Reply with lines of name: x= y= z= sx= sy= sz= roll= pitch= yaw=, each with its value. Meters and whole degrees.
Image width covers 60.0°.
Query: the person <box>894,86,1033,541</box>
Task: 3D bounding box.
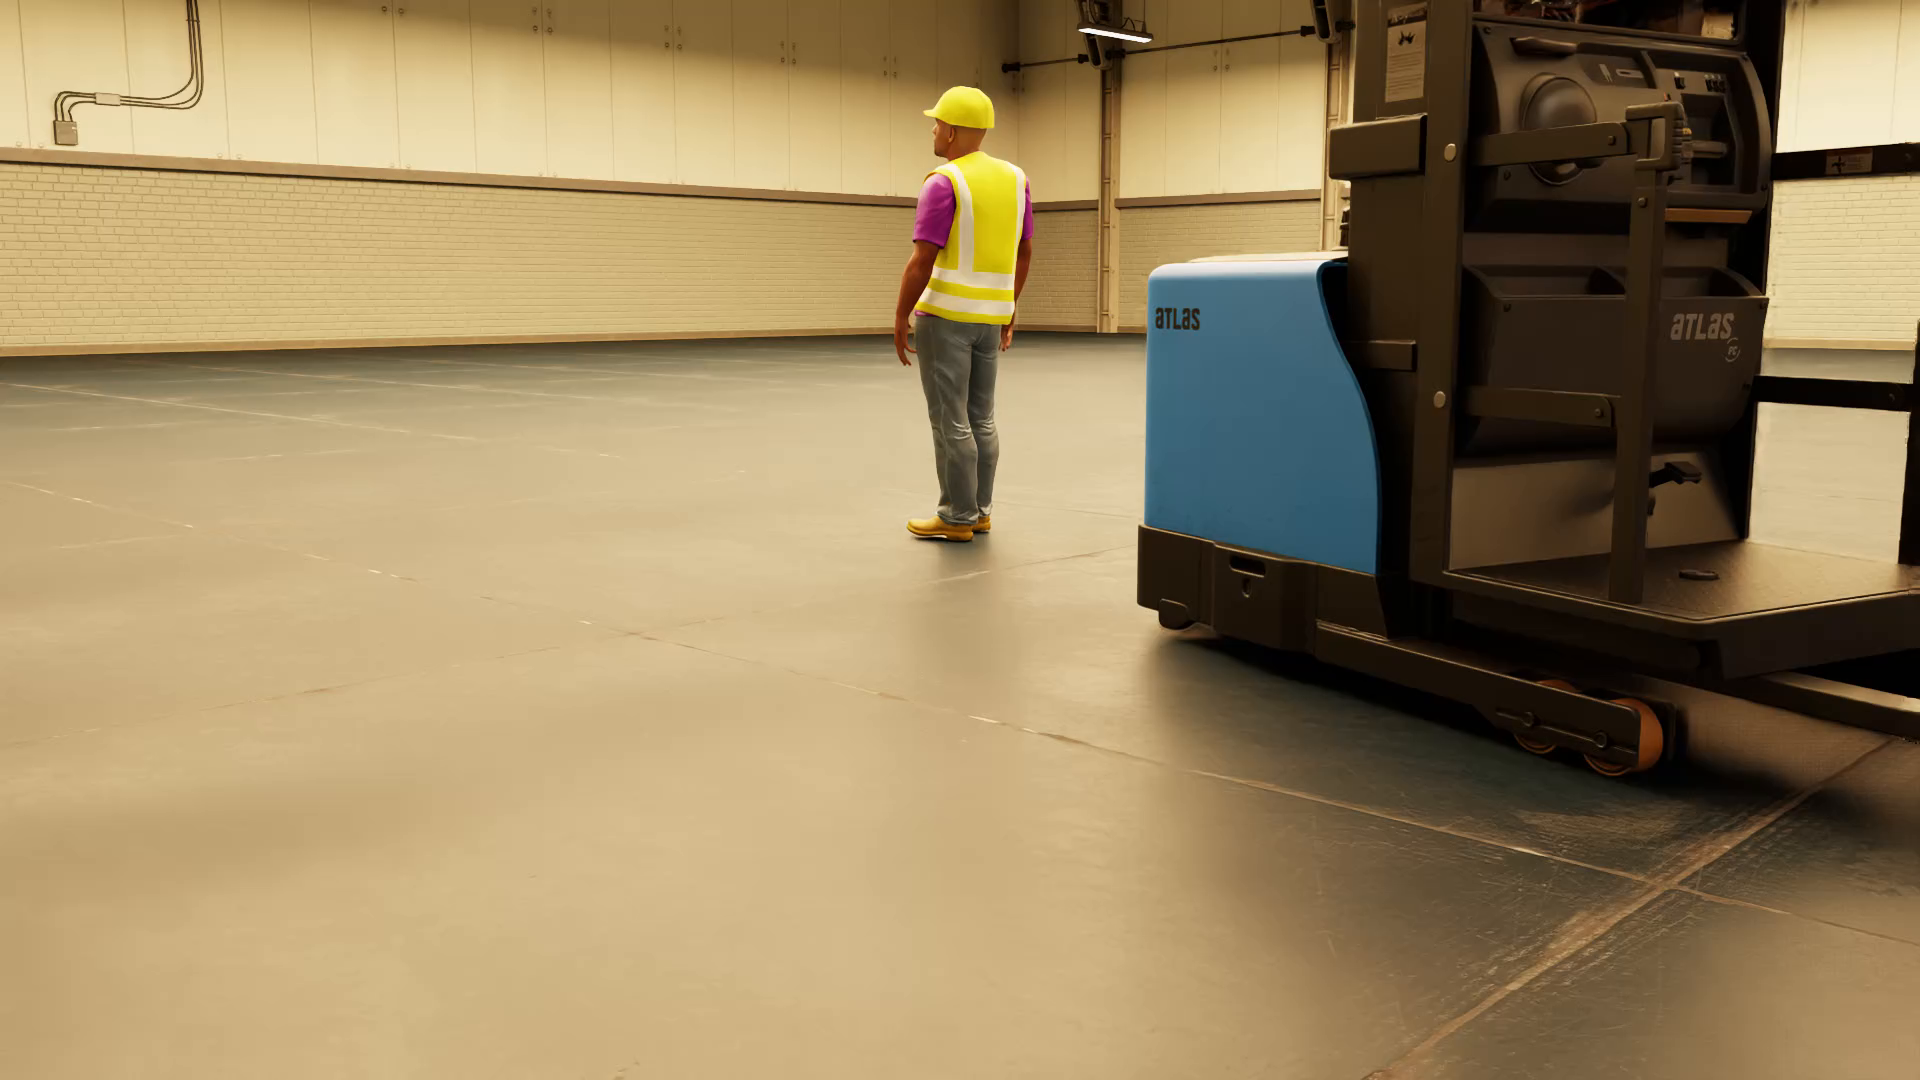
person: x=-0.047 y=-0.885 z=6.637 sx=0.575 sy=1.761 sz=0.666 roll=8 pitch=12 yaw=43

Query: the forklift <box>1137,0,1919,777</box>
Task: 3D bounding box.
forklift: x=1.679 y=-1.034 z=3.737 sx=1.130 sy=2.935 sz=3.031 roll=-5 pitch=10 yaw=-28
